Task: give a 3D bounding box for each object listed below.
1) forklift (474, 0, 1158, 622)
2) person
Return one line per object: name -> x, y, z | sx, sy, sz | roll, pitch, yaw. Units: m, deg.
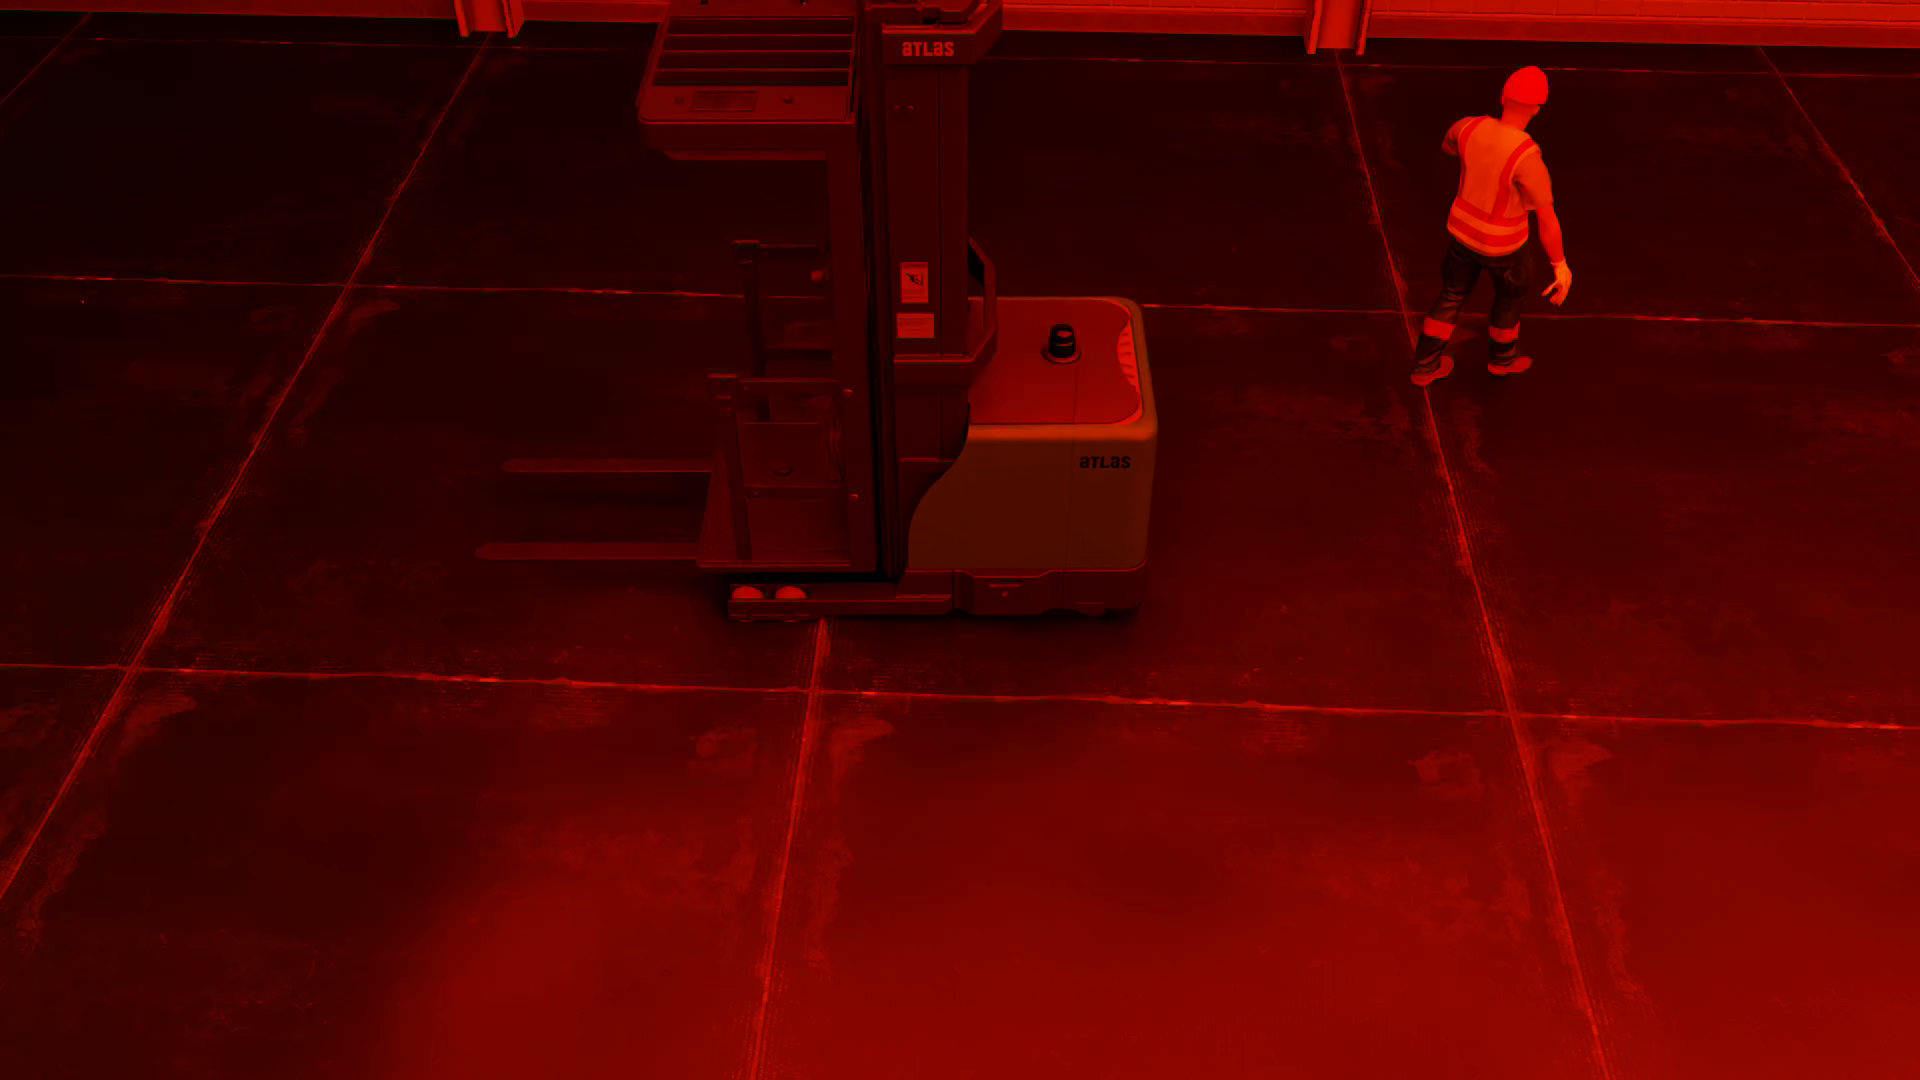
forklift -> -0.681, -1.070, 6.914 | 3.031, 2.935, 1.130 | 0, 42, 0
person -> 2.739, -1.538, 8.319 | 0.700, 1.781, 1.031 | -25, 48, -25
